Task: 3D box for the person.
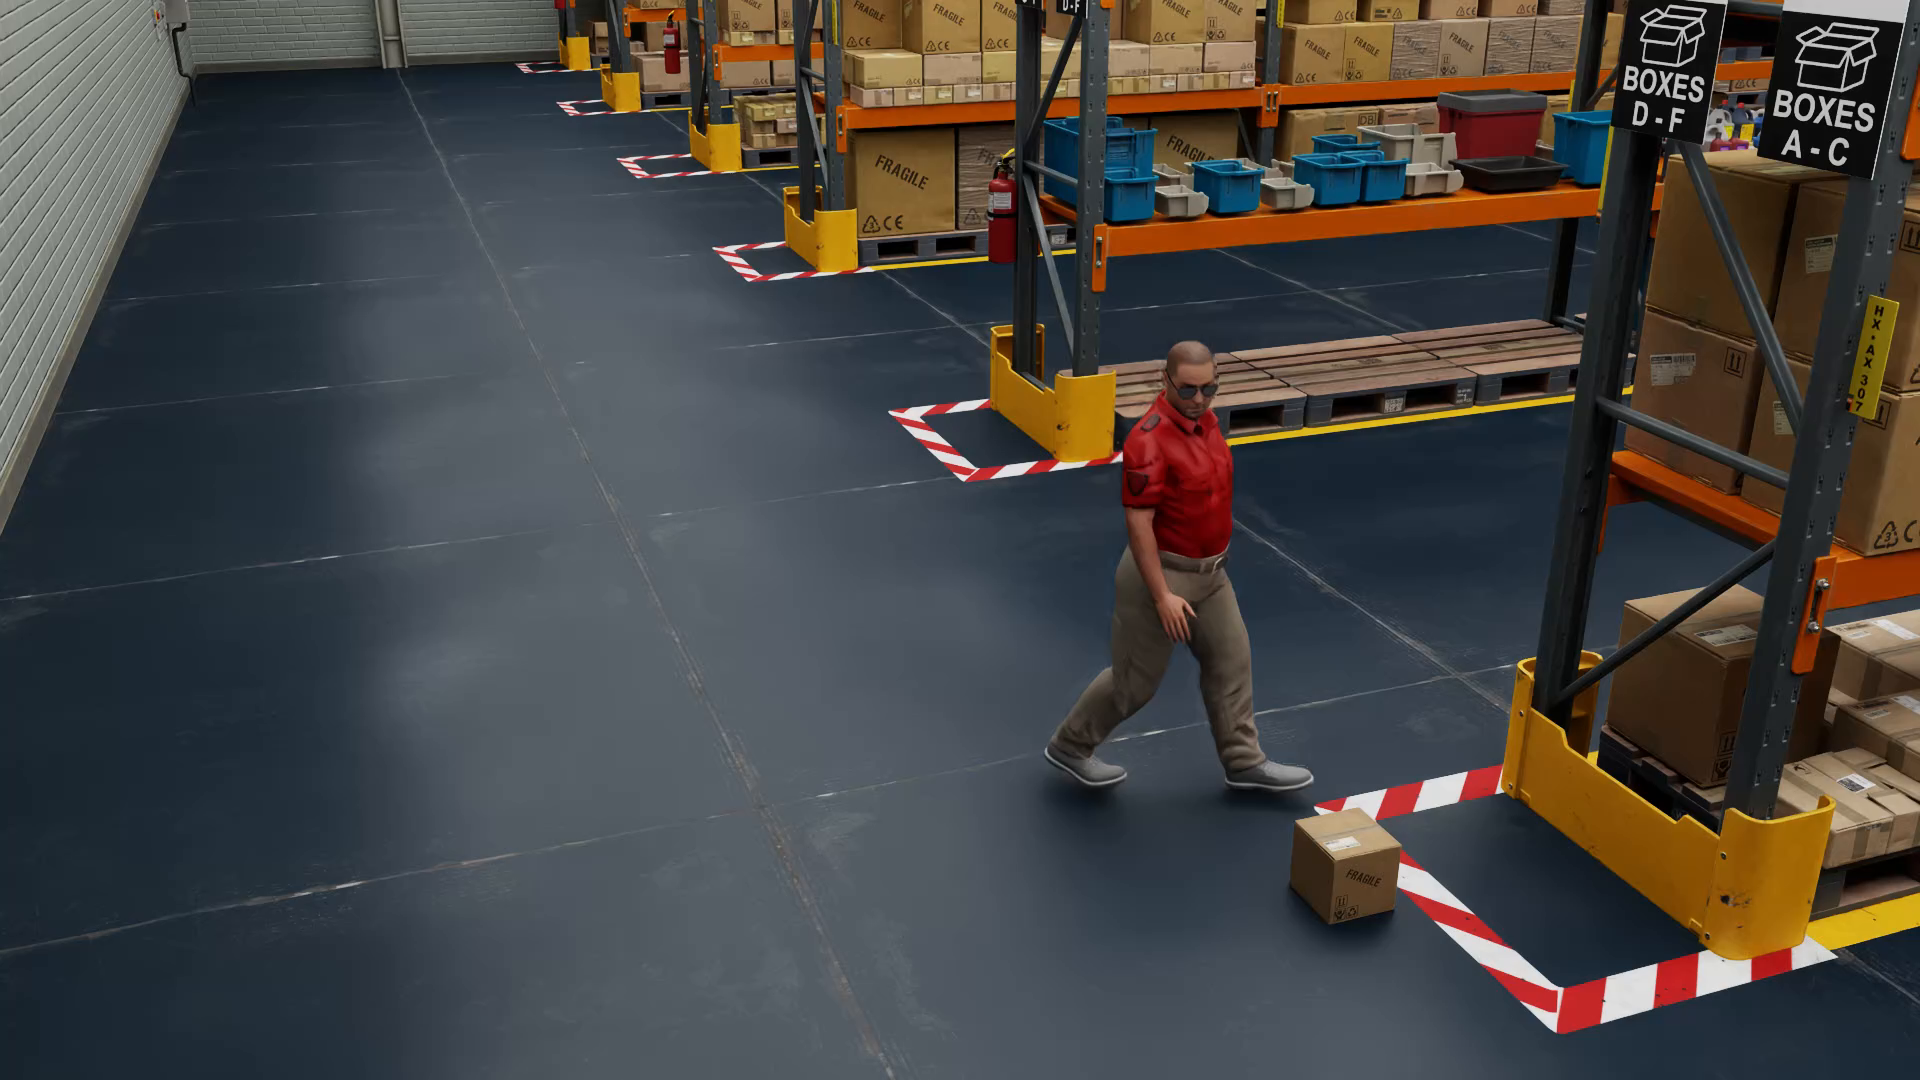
[{"bbox_3d":[0.714,0.088,5.807,0.711,1.631,0.558,15,27,31],"label":"person"}]
